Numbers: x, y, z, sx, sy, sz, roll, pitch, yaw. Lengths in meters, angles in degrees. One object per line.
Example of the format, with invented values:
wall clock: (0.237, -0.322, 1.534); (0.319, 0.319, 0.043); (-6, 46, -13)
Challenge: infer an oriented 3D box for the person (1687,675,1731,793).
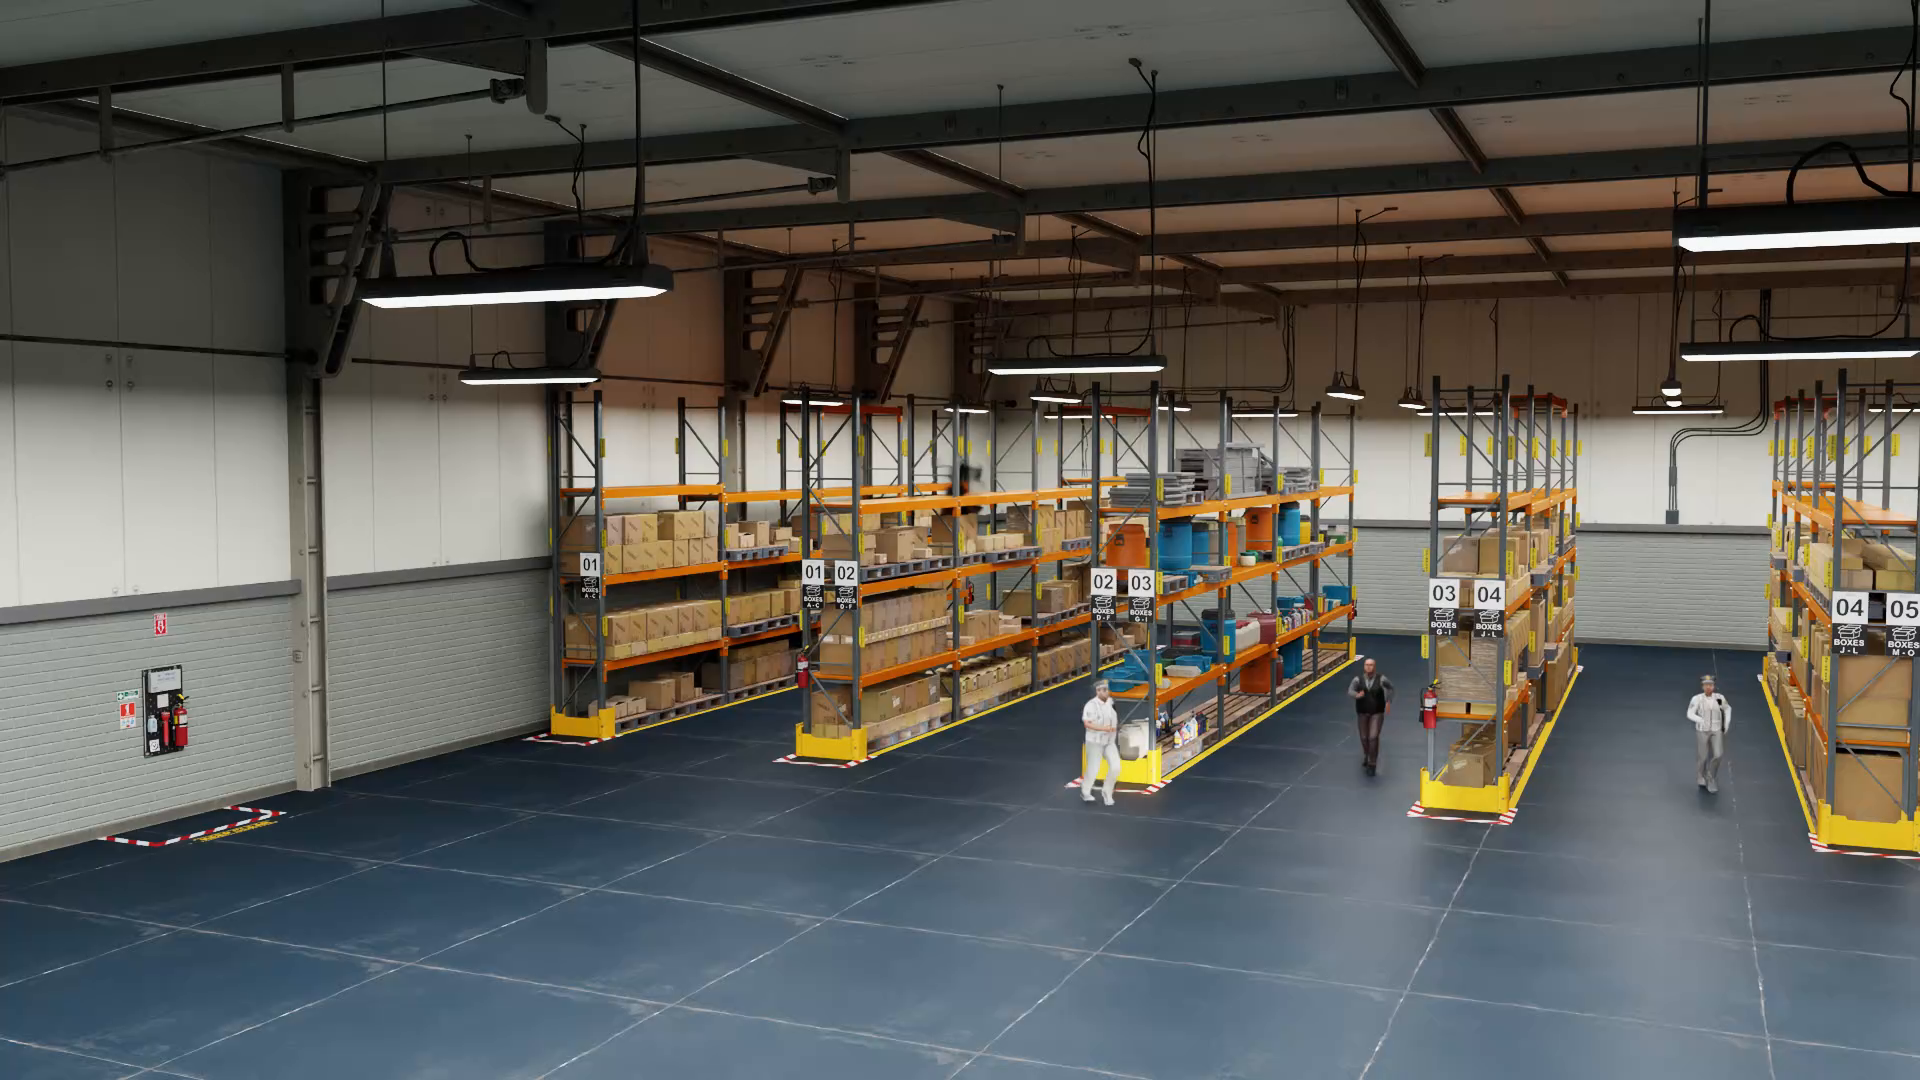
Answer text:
person: (10.961, 2.827, 24.325); (0.616, 1.716, 0.683); (1, 3, 19)

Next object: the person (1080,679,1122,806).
person: (2.003, 2.862, 23.290); (0.679, 1.847, 0.752); (-2, 4, -33)

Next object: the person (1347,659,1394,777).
person: (6.322, 2.713, 25.665); (0.658, 1.775, 0.828); (1, 3, 25)
